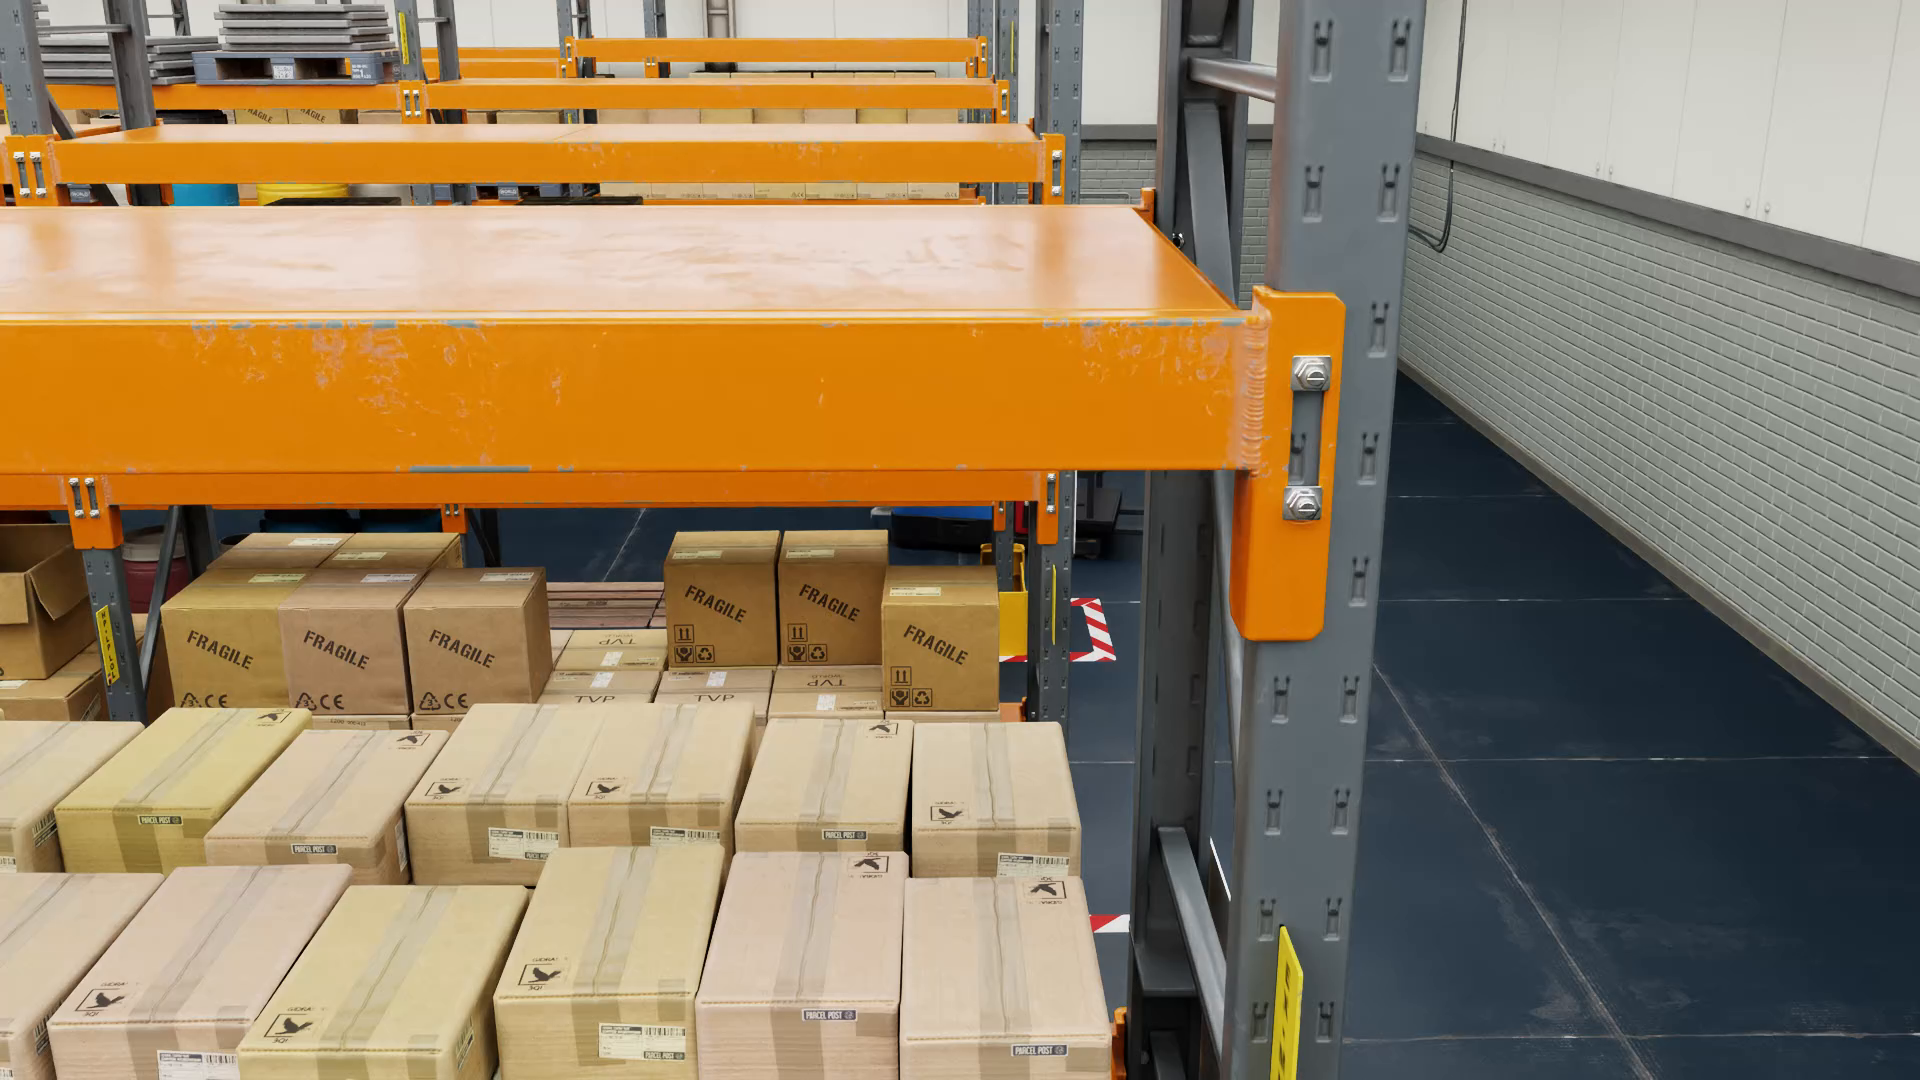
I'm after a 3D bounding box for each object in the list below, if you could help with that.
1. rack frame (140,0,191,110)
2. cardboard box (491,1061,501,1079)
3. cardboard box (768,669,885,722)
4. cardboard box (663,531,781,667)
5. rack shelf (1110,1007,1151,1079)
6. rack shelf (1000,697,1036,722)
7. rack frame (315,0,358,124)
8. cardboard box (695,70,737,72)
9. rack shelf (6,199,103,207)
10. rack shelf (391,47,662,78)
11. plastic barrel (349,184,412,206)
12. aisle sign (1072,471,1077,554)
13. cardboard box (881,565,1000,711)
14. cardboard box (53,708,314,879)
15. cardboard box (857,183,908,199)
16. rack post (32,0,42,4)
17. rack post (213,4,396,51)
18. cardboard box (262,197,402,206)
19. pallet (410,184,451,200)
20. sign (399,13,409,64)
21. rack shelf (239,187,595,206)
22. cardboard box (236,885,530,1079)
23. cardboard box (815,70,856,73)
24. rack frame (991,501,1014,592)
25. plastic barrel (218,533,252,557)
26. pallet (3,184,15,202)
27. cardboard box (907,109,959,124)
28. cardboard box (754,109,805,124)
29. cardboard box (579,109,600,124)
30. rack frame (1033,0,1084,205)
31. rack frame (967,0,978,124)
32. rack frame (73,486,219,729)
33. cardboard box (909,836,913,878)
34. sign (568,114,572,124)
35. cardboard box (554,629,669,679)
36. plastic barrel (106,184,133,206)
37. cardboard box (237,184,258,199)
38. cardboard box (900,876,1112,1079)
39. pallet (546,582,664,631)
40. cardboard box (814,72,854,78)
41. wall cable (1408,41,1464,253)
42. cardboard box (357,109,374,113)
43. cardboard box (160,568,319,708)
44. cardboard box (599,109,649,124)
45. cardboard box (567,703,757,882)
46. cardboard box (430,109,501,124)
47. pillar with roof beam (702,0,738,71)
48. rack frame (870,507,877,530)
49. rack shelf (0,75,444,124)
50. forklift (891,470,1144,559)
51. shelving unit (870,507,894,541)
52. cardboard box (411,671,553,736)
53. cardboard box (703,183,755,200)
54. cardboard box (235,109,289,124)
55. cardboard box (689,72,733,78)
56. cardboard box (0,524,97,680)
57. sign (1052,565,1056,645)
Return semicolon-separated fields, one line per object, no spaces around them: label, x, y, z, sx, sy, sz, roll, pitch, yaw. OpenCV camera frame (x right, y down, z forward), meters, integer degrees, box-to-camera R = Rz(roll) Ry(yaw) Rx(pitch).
rack frame;-7.751;-5.072;16.127;0.127;3.000;1.000;0;18;-1
cardboard box;-0.590;0.775;2.238;0.500;0.250;0.500;-1;18;-2
cardboard box;-0.587;0.787;7.443;0.500;0.250;0.500;-1;18;-2
cardboard box;-1.102;0.271;7.824;0.500;0.500;0.500;-1;18;-2
rack shelf;-1.622;1.211;2.630;4.000;0.370;1.077;0;18;-1
rack shelf;-1.600;1.124;7.812;4.000;0.370;1.077;0;18;-1
rack frame;-7.833;-6.585;20.843;0.127;3.000;1.000;0;18;-1
cardboard box;-3.139;-5.784;21.423;0.500;0.500;0.500;0;18;-1
rack shelf;-9.751;-3.292;16.665;4.000;0.370;1.077;0;18;-1
rack shelf;-5.834;-6.062;21.044;4.000;0.370;1.077;0;18;-1
plastic barrel;-4.208;-2.489;12.075;0.433;0.535;0.433;0;18;0
aisle sign;0.477;-0.375;7.050;0.004;0.787;0.394;0;18;-1
cardboard box;-0.083;0.427;7.337;0.500;0.500;0.500;0;18;0
cardboard box;-1.242;0.416;2.705;0.250;0.149;0.380;0;18;1
cardboard box;-0.762;-3.529;16.473;0.500;0.250;0.500;0;18;-1
rack post;-6.900;-3.839;11.437;0.986;0.289;0.624;0;18;-1
rack post;-4.520;-3.548;11.500;0.954;0.300;0.937;-1;18;-2
cardboard box;-2.659;-1.292;7.012;0.500;0.250;0.500;-1;18;-4
pallet;-5.442;-3.586;16.713;1.003;0.211;1.213;0;18;-1
sign;-3.671;-3.311;10.979;0.005;0.325;0.100;0;18;-1
rack shelf;-5.752;-3.311;16.725;4.000;0.370;1.077;0;18;-1
cardboard box;-0.717;0.600;2.129;0.250;0.149;0.380;0;18;0
cardboard box;-1.601;-5.796;21.461;0.500;0.500;0.500;0;18;-1
rack frame;0.322;-0.741;12.448;0.127;3.000;1.000;0;18;-1
plastic barrel;-5.496;0.239;12.777;0.421;0.512;0.421;0;18;0
pallet;-9.547;-3.517;16.499;1.213;0.211;1.003;1;18;2
cardboard box;-0.266;-4.199;16.514;0.500;0.500;0.700;0;18;-1
cardboard box;-1.767;-4.213;16.559;0.500;0.500;0.700;0;18;-1
cardboard box;-4.716;-5.462;21.371;0.500;0.500;0.700;-1;18;-4
rack frame;0.400;-2.085;6.816;0.127;3.000;1.000;0;18;-1
rack frame;0.166;-6.624;20.964;0.127;3.000;1.000;0;18;-1
rack frame;-3.599;0.791;7.672;0.127;3.000;1.000;0;18;-1
cardboard box;-0.076;0.615;2.737;0.500;0.250;0.500;0;18;0
sign;-3.740;-3.927;15.978;0.005;0.325;0.100;0;18;-1
cardboard box;-1.628;0.631;7.928;0.500;0.250;0.500;-1;18;-2
plastic barrel;-5.907;-2.450;11.954;0.433;0.535;0.433;0;18;0
cardboard box;-6.806;-3.706;16.616;0.500;0.500;0.910;0;18;-1
cardboard box;0.050;0.593;2.151;0.250;0.149;0.380;0;18;-1
pallet;-2.943;0.590;12.861;1.213;0.211;1.003;0;18;-1
cardboard box;-1.584;-5.638;20.967;0.500;0.500;0.500;-1;18;-3
wall cable;5.826;-5.063;21.183;0.112;2.526;3.097;0;18;-1
cardboard box;-7.359;-5.434;21.281;0.500;0.500;0.700;-2;18;-5
cardboard box;-3.116;0.439;7.299;0.500;0.500;0.500;0;18;-1
cardboard box;-3.266;-4.201;16.521;0.500;0.500;0.700;0;18;-1
cardboard box;-0.478;0.409;2.726;0.250;0.149;0.380;0;18;-1
cardboard box;-4.925;-3.968;16.582;0.600;0.600;0.600;0;18;-1
pillar with roof beam;-3.080;-5.557;17.639;0.400;9.000;9.100;0;18;-1
rack frame;-0.784;-0.469;15.037;0.006;0.900;0.240;3;18;9
rack shelf;-5.677;-3.036;11.612;4.000;0.370;1.077;0;18;-1
forklift;0.950;-1.406;14.632;3.031;2.935;1.130;3;18;9
shelving unit;-0.684;-0.464;15.021;0.210;0.900;0.258;3;18;9
cardboard box;-2.110;0.793;7.423;0.500;0.250;0.500;0;18;1
cardboard box;-2.262;-3.522;16.450;0.500;0.250;0.500;0;18;-1
cardboard box;-6.805;-4.170;16.425;0.500;0.500;0.500;0;18;-1
cardboard box;-3.117;-5.627;20.934;0.500;0.500;0.500;0;18;-1
cardboard box;-4.238;0.271;7.486;0.637;0.503;0.797;-1;18;-2
sign;0.395;0.273;7.002;0.005;0.325;0.100;0;18;-1
